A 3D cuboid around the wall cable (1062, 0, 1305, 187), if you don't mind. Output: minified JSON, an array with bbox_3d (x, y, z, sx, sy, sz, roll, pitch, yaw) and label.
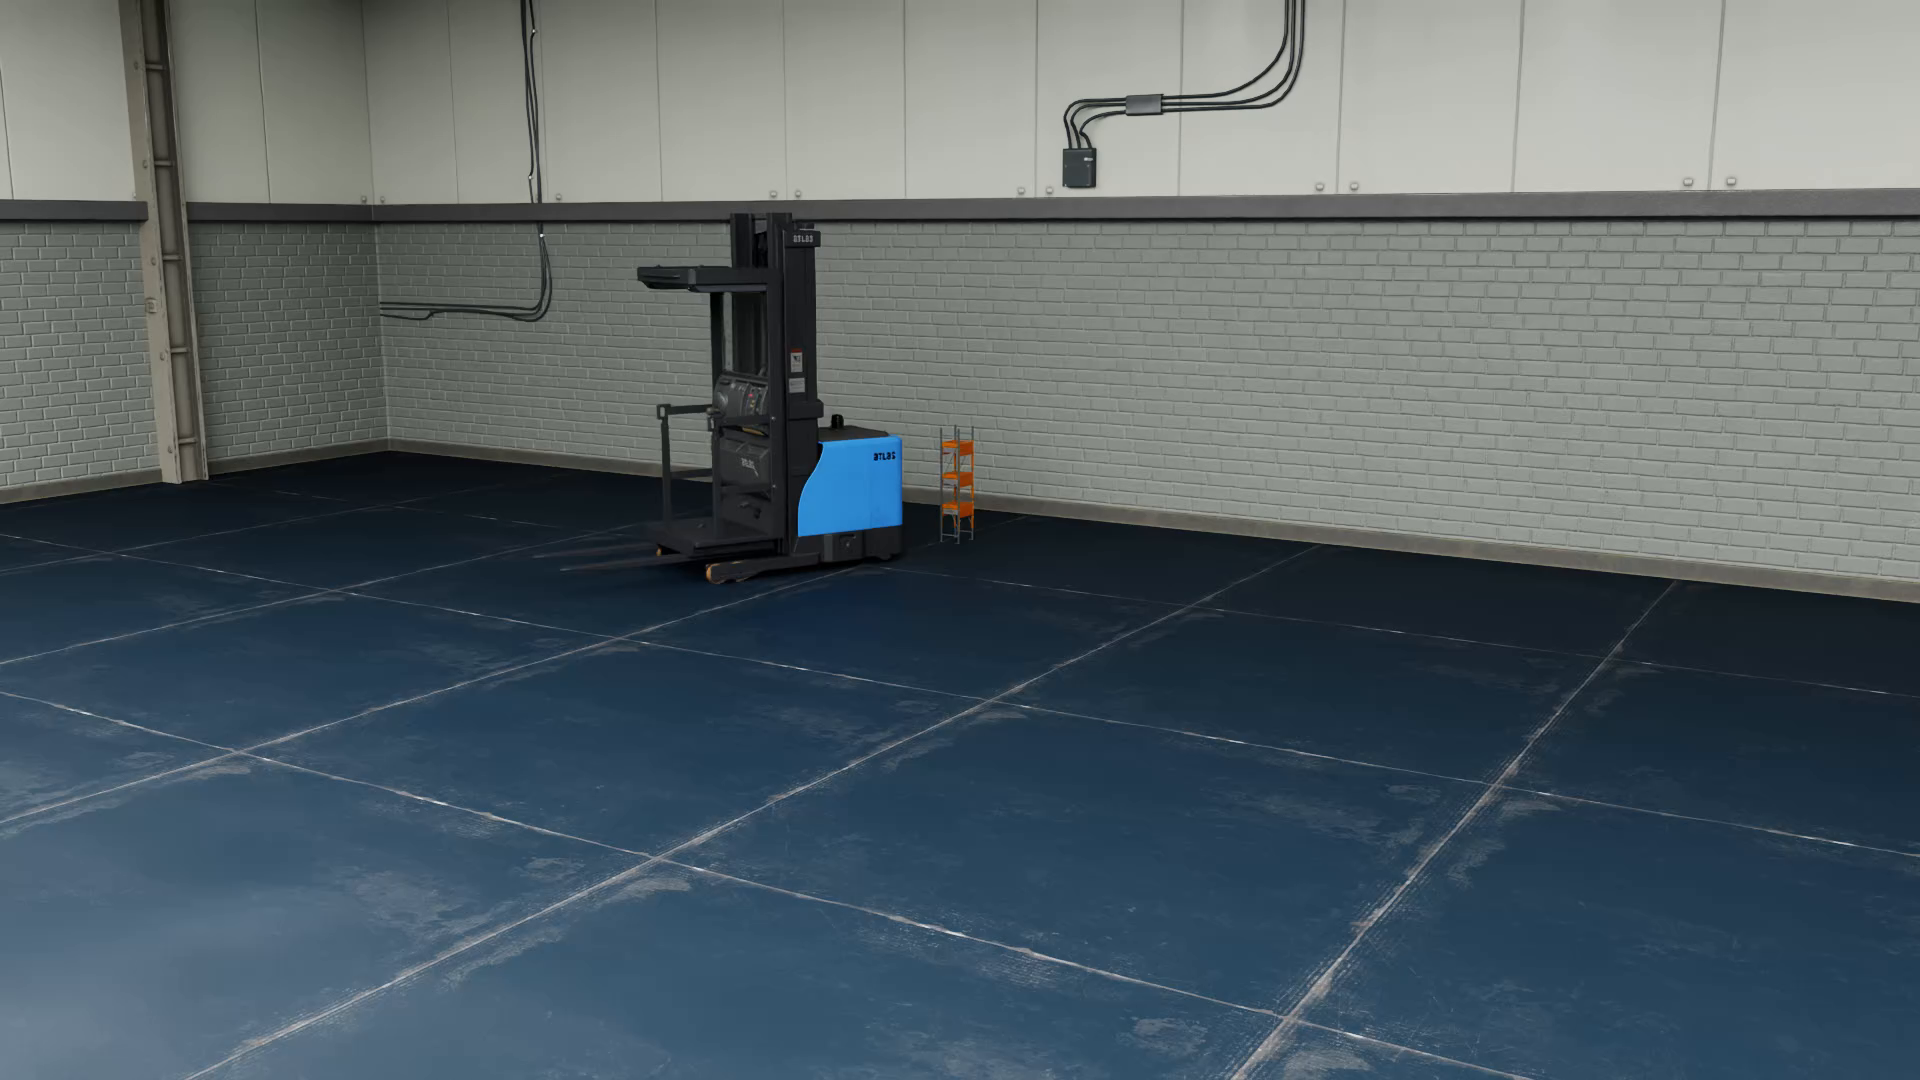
[{"bbox_3d":[1.974,-6.200,14.668,2.305,6.003,0.169,6,12,31],"label":"wall cable"}]

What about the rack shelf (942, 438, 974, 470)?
[{"bbox_3d":[-0.028,-0.776,15.058,0.215,0.259,0.240,6,12,31],"label":"rack shelf"}]

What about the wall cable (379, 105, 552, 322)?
[{"bbox_3d":[-6.131,-3.911,20.125,3.097,2.526,0.112,6,12,31],"label":"wall cable"}]

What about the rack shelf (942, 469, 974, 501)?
[{"bbox_3d":[-0.028,-0.497,15.110,0.215,0.259,0.240,6,12,31],"label":"rack shelf"}]

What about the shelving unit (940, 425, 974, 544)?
[{"bbox_3d":[-0.028,-0.508,15.108,0.215,1.050,0.252,6,12,31],"label":"shelving unit"}]

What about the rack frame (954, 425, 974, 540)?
[{"bbox_3d":[0.036,-0.527,15.211,0.200,1.050,0.008,6,12,31],"label":"rack frame"}]

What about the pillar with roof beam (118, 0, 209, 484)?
[{"bbox_3d":[-5.112,-4.689,15.842,9.100,9.000,0.400,6,12,31],"label":"pillar with roof beam"}]

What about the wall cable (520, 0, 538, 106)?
[{"bbox_3d":[-3.819,-6.135,18.280,3.097,2.526,0.112,6,12,31],"label":"wall cable"}]

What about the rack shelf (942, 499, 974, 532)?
[{"bbox_3d":[-0.028,-0.224,15.162,0.215,0.259,0.240,6,12,31],"label":"rack shelf"}]

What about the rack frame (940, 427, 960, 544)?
[{"bbox_3d":[-0.091,-0.488,15.006,0.200,1.050,0.008,6,12,31],"label":"rack frame"}]

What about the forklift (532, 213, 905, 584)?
[{"bbox_3d":[-1.990,-1.195,13.666,3.031,2.935,1.130,-7,13,-33],"label":"forklift"}]
